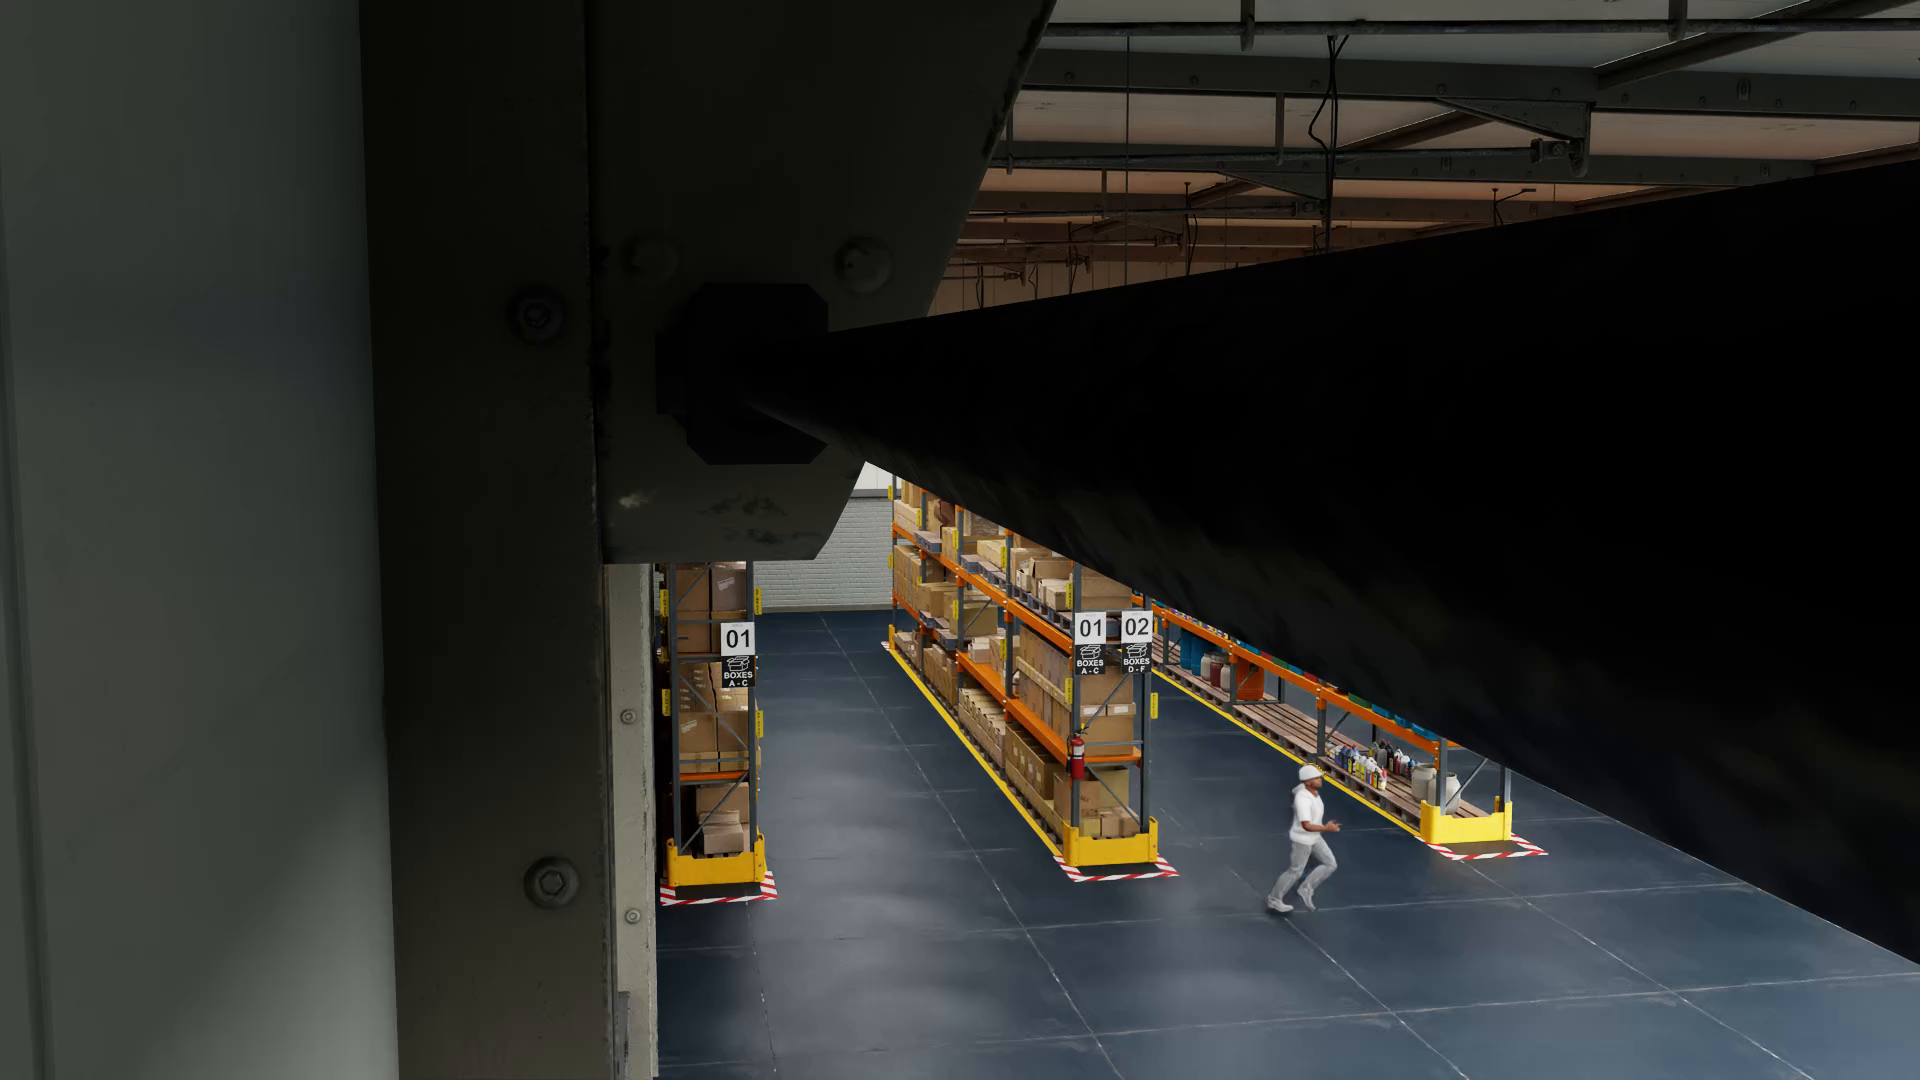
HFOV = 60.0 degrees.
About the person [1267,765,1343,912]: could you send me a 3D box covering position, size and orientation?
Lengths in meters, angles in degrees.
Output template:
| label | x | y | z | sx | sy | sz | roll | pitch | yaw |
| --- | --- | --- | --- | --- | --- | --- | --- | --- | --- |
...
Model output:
| label | x | y | z | sx | sy | sz | roll | pitch | yaw |
| --- | --- | --- | --- | --- | --- | --- | --- | --- | --- |
| person | 3.963 | 3.402 | 18.967 | 0.845 | 1.730 | 0.716 | 3 | 7 | 26 |
